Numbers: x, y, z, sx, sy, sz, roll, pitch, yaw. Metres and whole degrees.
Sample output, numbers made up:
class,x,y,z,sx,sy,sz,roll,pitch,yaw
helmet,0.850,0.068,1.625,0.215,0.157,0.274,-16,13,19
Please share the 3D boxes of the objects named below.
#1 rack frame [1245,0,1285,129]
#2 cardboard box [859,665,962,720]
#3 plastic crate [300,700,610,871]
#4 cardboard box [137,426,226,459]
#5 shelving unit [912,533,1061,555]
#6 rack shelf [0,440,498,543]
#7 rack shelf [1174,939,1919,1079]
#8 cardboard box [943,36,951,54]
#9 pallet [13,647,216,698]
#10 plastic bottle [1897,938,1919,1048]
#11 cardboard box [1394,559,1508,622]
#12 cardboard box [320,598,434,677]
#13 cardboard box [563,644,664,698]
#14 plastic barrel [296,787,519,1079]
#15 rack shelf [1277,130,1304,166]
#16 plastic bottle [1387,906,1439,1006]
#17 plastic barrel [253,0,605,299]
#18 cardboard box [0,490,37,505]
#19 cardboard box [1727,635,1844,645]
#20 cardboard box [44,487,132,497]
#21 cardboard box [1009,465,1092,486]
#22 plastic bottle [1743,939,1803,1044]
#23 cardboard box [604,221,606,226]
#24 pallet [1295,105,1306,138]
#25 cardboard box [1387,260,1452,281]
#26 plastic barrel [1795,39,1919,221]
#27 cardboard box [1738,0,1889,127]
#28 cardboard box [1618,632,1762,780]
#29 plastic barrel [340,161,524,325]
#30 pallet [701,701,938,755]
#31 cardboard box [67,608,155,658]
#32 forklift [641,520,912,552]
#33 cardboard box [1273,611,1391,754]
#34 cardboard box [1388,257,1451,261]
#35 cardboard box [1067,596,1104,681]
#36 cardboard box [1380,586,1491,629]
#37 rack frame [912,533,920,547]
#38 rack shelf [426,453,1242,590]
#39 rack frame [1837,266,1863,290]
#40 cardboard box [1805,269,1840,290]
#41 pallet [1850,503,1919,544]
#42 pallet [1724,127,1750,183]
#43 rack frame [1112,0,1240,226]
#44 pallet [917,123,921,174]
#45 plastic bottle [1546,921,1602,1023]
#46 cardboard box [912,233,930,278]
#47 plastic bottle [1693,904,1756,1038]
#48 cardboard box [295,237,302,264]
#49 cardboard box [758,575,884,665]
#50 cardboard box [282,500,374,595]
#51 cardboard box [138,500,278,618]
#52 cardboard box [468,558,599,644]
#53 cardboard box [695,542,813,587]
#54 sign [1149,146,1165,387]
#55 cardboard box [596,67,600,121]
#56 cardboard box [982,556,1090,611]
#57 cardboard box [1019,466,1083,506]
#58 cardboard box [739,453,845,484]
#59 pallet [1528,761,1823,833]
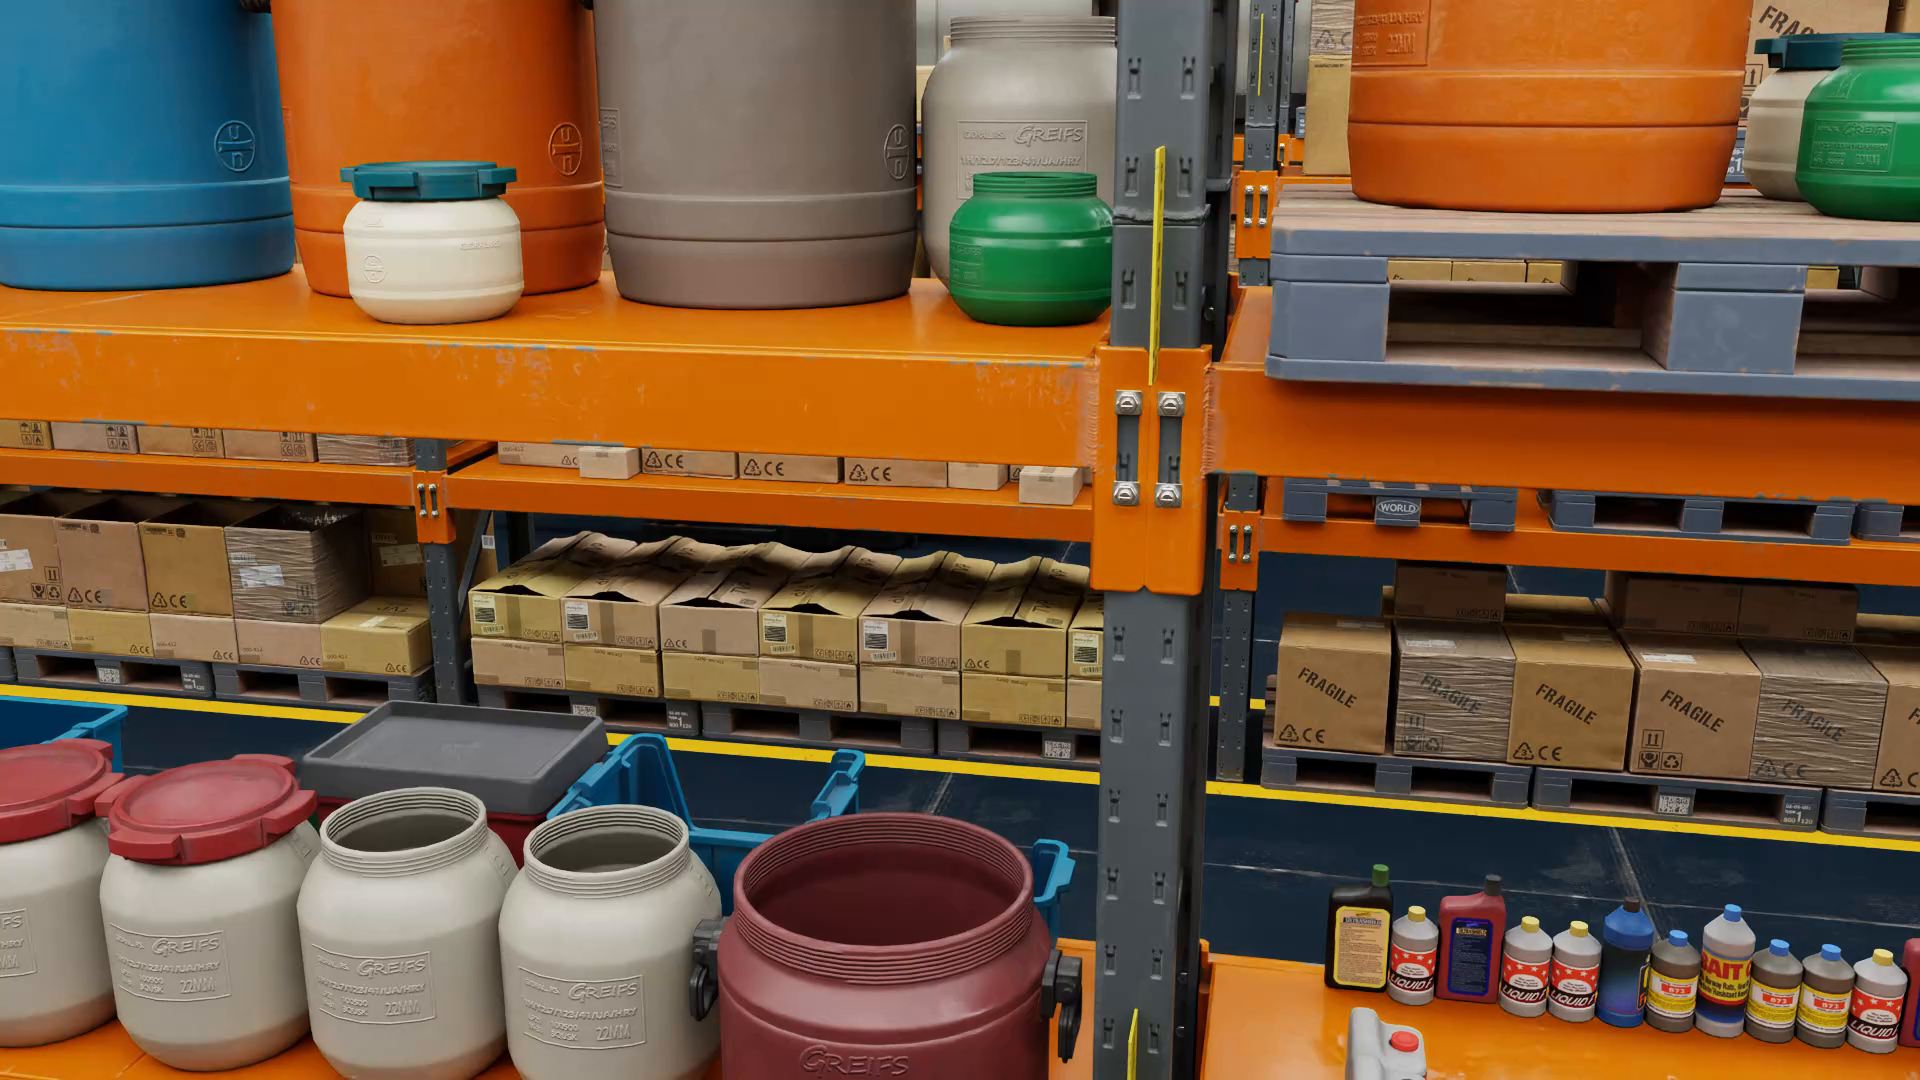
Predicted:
class,x,y,z,sx,sy,sz,roll,pitch,yaw
rack frame,1.371,-3.321,7.123,0.127,3.000,1.000,3,16,11
cardboard box,-0.192,0.675,8.300,0.500,0.250,0.500,3,16,12
plastic crate,-1.143,0.669,3.837,0.583,0.464,0.402,3,16,11
cardboard box,-3.994,-0.767,8.953,0.500,0.500,0.700,3,16,12
shelving unit,0.225,-0.709,11.744,1.048,1.500,0.538,3,16,12
rack shelf,-4.509,-0.402,9.172,4.000,0.370,1.077,3,16,11
rack shelf,2.340,1.319,2.958,4.000,0.370,1.077,3,16,11
cardboard box,0.163,-3.519,12.483,0.500,0.500,0.500,3,16,9
pallet,-4.519,0.584,9.488,1.213,0.211,1.003,3,16,11
plastic bottle,1.981,0.893,3.368,0.133,0.283,0.061,3,16,11
cardboard box,2.390,0.192,8.134,0.500,0.250,0.500,4,16,13
cardboard box,-3.047,0.513,8.886,0.500,0.250,0.500,3,16,11
cardboard box,-1.703,0.594,8.592,0.500,0.250,0.500,4,16,12
plastic barrel,-1.084,0.791,3.308,0.421,0.512,0.421,0,15,0
rack shelf,4.314,-2.718,11.914,4.000,0.370,1.077,3,16,11
plastic bottle,0.971,0.883,3.559,0.097,0.201,0.097,0,15,0
plastic barrel,-1.023,-0.922,3.277,0.708,0.830,0.600,3,16,11
cardboard box,-5.497,0.019,9.264,0.500,0.500,0.500,3,16,11
cardboard box,3.852,0.632,7.948,0.500,0.500,0.500,3,16,12
cardboard box,-4.901,-0.094,9.671,0.500,0.500,0.500,3,16,11
cardboard box,0.533,-0.485,8.290,0.500,0.311,0.500,3,16,10
plastic bottle,1.674,0.921,3.421,0.097,0.201,0.097,0,15,0
cardboard box,-2.978,-2.373,13.779,0.500,0.500,0.500,4,16,13
pallet,2.996,-3.060,12.154,1.003,0.211,1.213,4,16,14
cardboard box,3.291,-1.804,12.102,0.500,0.500,0.500,4,16,13
plastic barrel,1.372,-0.591,2.390,0.294,0.245,0.294,0,15,0
cardboard box,3.504,-2.077,7.092,0.600,0.600,0.600,2,16,9
cardboard box,3.277,0.743,7.550,0.500,0.500,0.500,3,16,9
plastic barrel,-0.913,-0.519,2.888,0.301,0.262,0.301,0,15,0
pallet,-0.620,0.795,8.727,1.213,0.211,1.003,3,16,11
cardboard box,-4.518,0.435,9.168,0.500,0.250,0.500,3,16,11
forklift,-1.797,-1.496,11.903,3.031,2.935,1.130,3,16,12
cardboard box,1.760,0.662,7.841,0.500,0.500,0.500,4,16,13
cardboard box,3.275,-2.168,12.014,0.500,0.250,0.500,3,16,10
cardboard box,0.808,0.459,8.028,0.500,0.311,0.500,4,16,13
cardboard box,2.334,0.551,8.241,0.500,0.500,0.500,4,16,13
rack frame,-0.272,-0.738,11.847,0.032,1.500,0.500,3,16,12
rack shelf,-0.589,-0.189,8.404,4.000,0.370,1.077,3,16,11
rack frame,6.274,-1.513,11.834,0.127,3.000,1.000,3,16,11
cardboard box,5.771,-1.673,11.629,0.500,0.500,0.500,3,16,10
pallet,4.529,-0.195,7.438,1.213,0.211,1.003,3,16,11
pallet,3.648,-1.679,7.168,1.003,0.211,1.213,3,16,11
rack frame,0.380,-2.025,2.446,0.127,3.000,1.000,3,16,11
pallet,-0.409,-1.856,7.806,1.213,0.211,1.003,4,16,14
plastic bottle,1.292,0.900,3.496,0.097,0.201,0.097,0,15,0
cardboard box,-0.527,-2.131,13.055,0.500,0.500,0.700,5,16,17
plastic bottle,1.578,0.882,3.430,0.097,0.271,0.097,0,15,0
cardboard box,-2.985,-1.338,8.585,0.500,0.500,0.700,3,16,11
cardboard box,-0.687,0.379,8.319,0.500,0.311,0.500,4,16,13
cardboard box,-3.433,-0.012,9.376,0.500,0.500,0.500,3,16,11
cardboard box,-4.025,0.096,8.985,0.500,0.500,0.500,3,16,11
cardboard box,-2.194,0.297,8.613,0.500,0.311,0.500,3,16,11
cardboard box,-1.095,0.210,8.929,0.500,0.311,0.500,3,16,11
sign,0.277,-0.385,2.339,0.005,0.325,0.100,3,16,11
cardboard box,-1.947,-2.183,8.128,0.500,0.250,0.500,5,16,17
cardboard box,0.400,0.293,8.631,0.500,0.311,0.500,3,16,10
cardboard box,0.434,-0.284,7.869,0.250,0.149,0.380,3,16,11
cardboard box,-0.793,-0.591,8.318,0.500,0.500,0.500,3,16,11
pallet,3.287,1.029,7.880,1.213,0.211,1.003,3,16,11
